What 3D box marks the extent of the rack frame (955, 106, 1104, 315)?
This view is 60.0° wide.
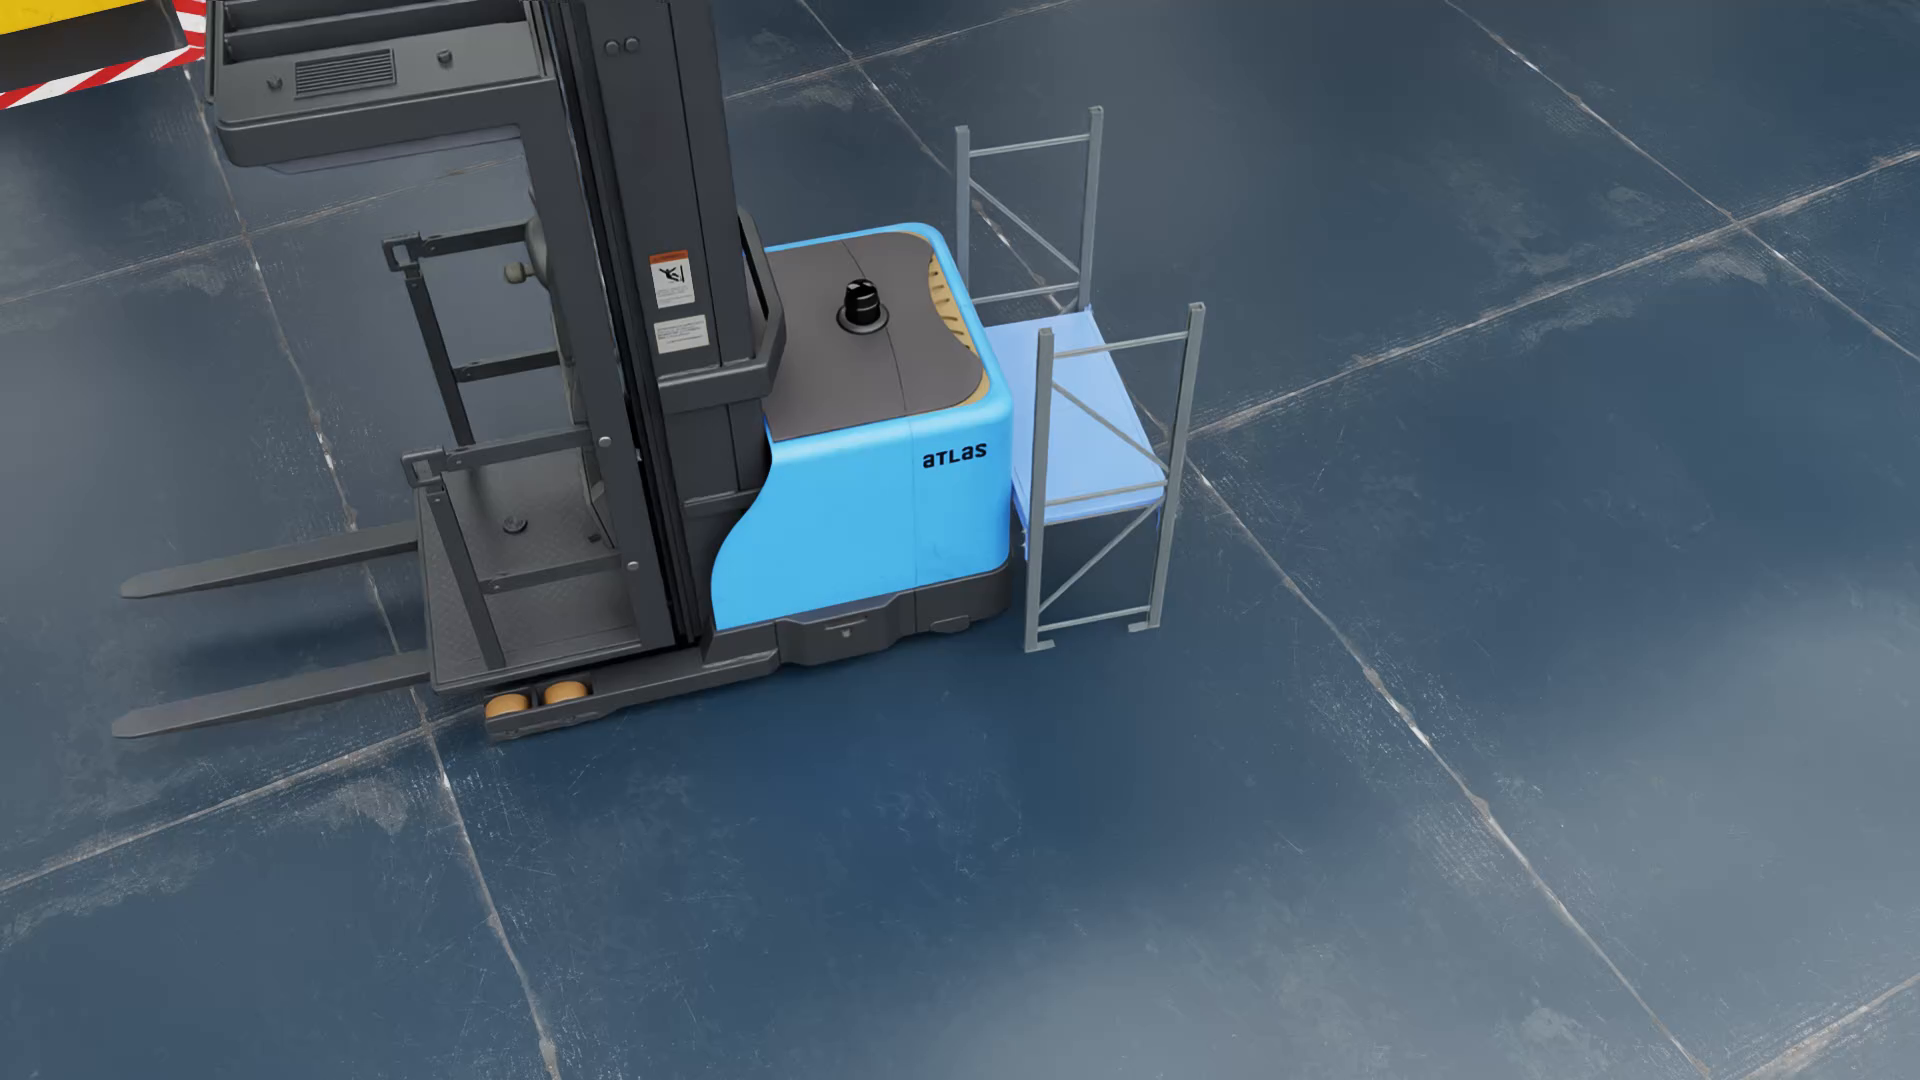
[{"bbox_3d":[0.229,-0.891,6.033,0.500,1.500,0.032,-10,50,-9],"label":"rack frame"}]

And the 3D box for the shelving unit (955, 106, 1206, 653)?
[{"bbox_3d":[0.350,-0.519,5.708,0.538,1.500,1.048,-10,50,-9],"label":"shelving unit"}]

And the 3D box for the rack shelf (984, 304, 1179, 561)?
[{"bbox_3d":[0.350,-0.401,5.843,0.538,0.185,1.000,-10,50,-9],"label":"rack shelf"}]

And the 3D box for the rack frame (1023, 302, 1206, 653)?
[{"bbox_3d":[0.470,-0.148,5.383,0.500,1.500,0.032,-10,50,-9],"label":"rack frame"}]

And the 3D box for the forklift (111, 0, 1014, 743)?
[{"bbox_3d":[-1.390,-0.733,4.944,3.031,2.935,1.130,-12,50,-10],"label":"forklift"}]
